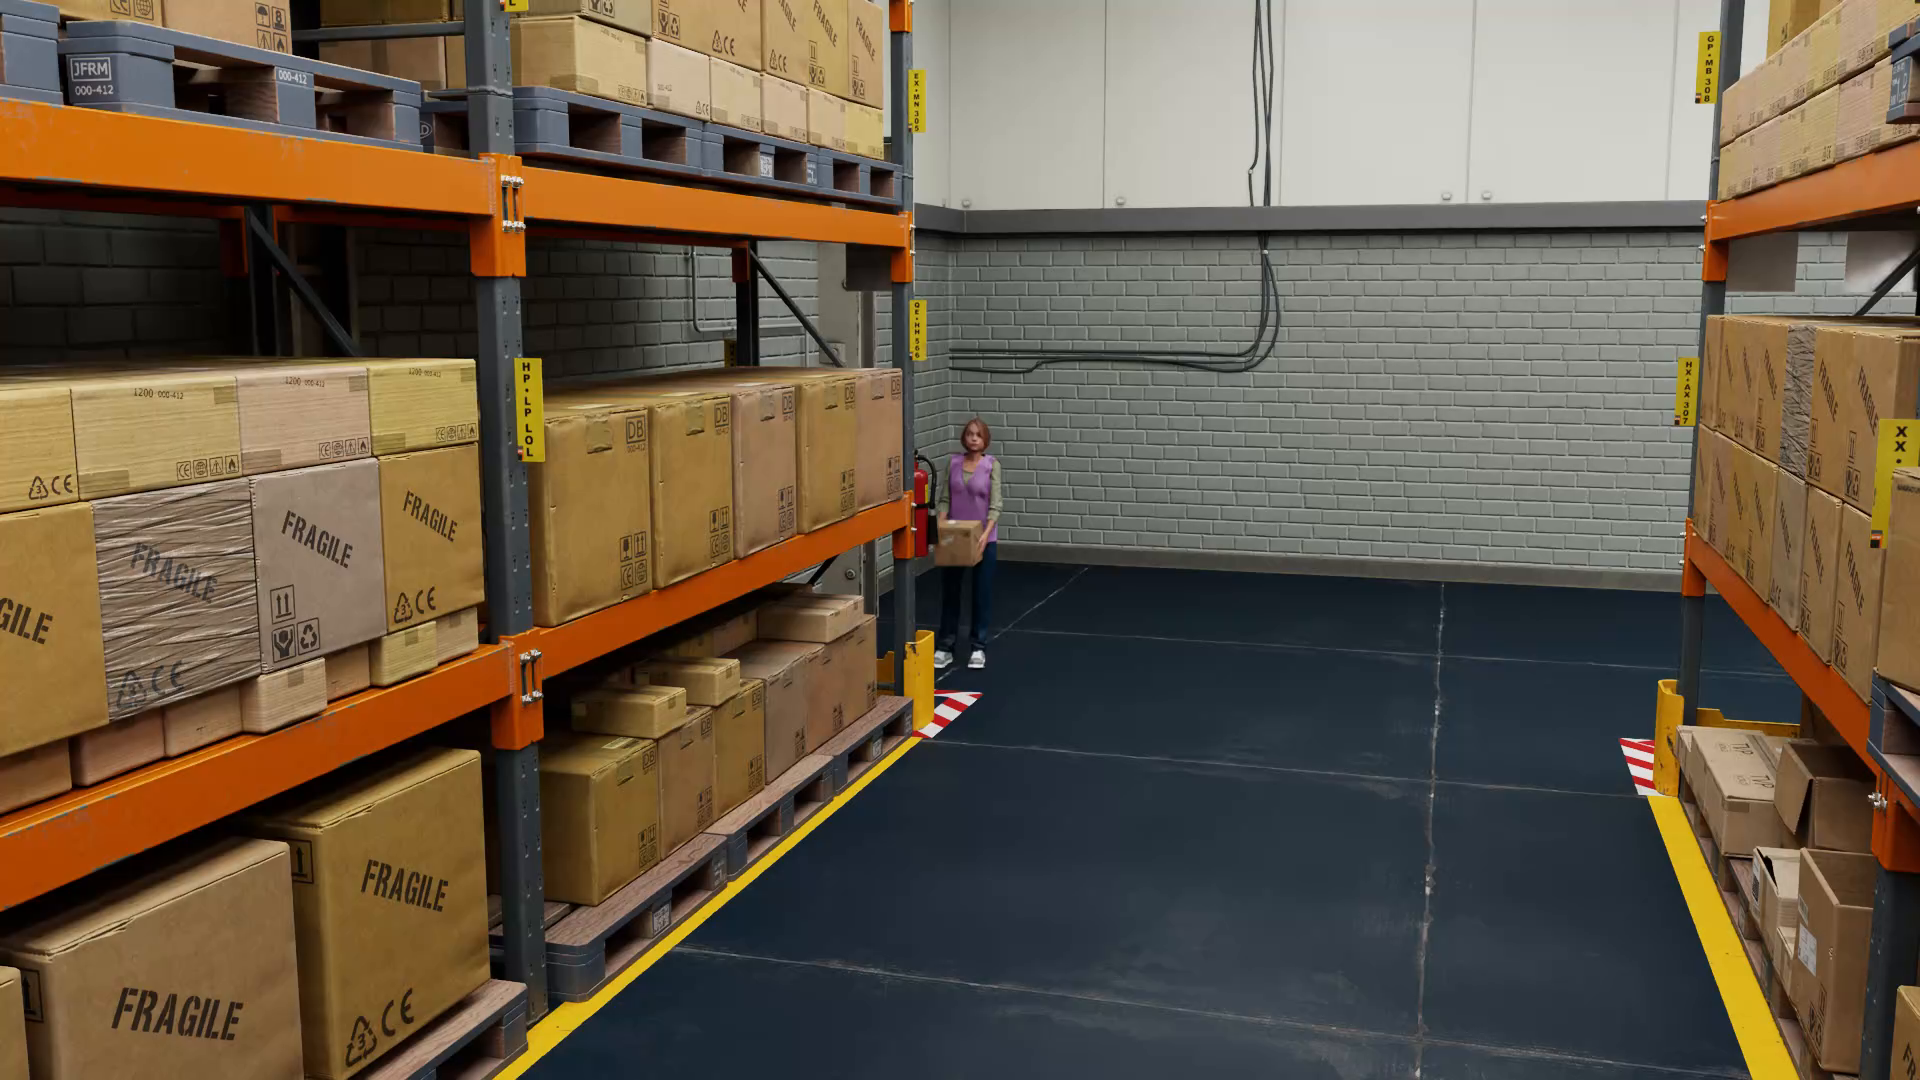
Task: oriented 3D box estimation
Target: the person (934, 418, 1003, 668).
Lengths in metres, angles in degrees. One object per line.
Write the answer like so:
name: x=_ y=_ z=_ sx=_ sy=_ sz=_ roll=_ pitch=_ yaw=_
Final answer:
person: x=0.049 y=0.024 z=10.687 sx=0.452 sy=1.602 sz=0.431 roll=2 pitch=9 yaw=14
